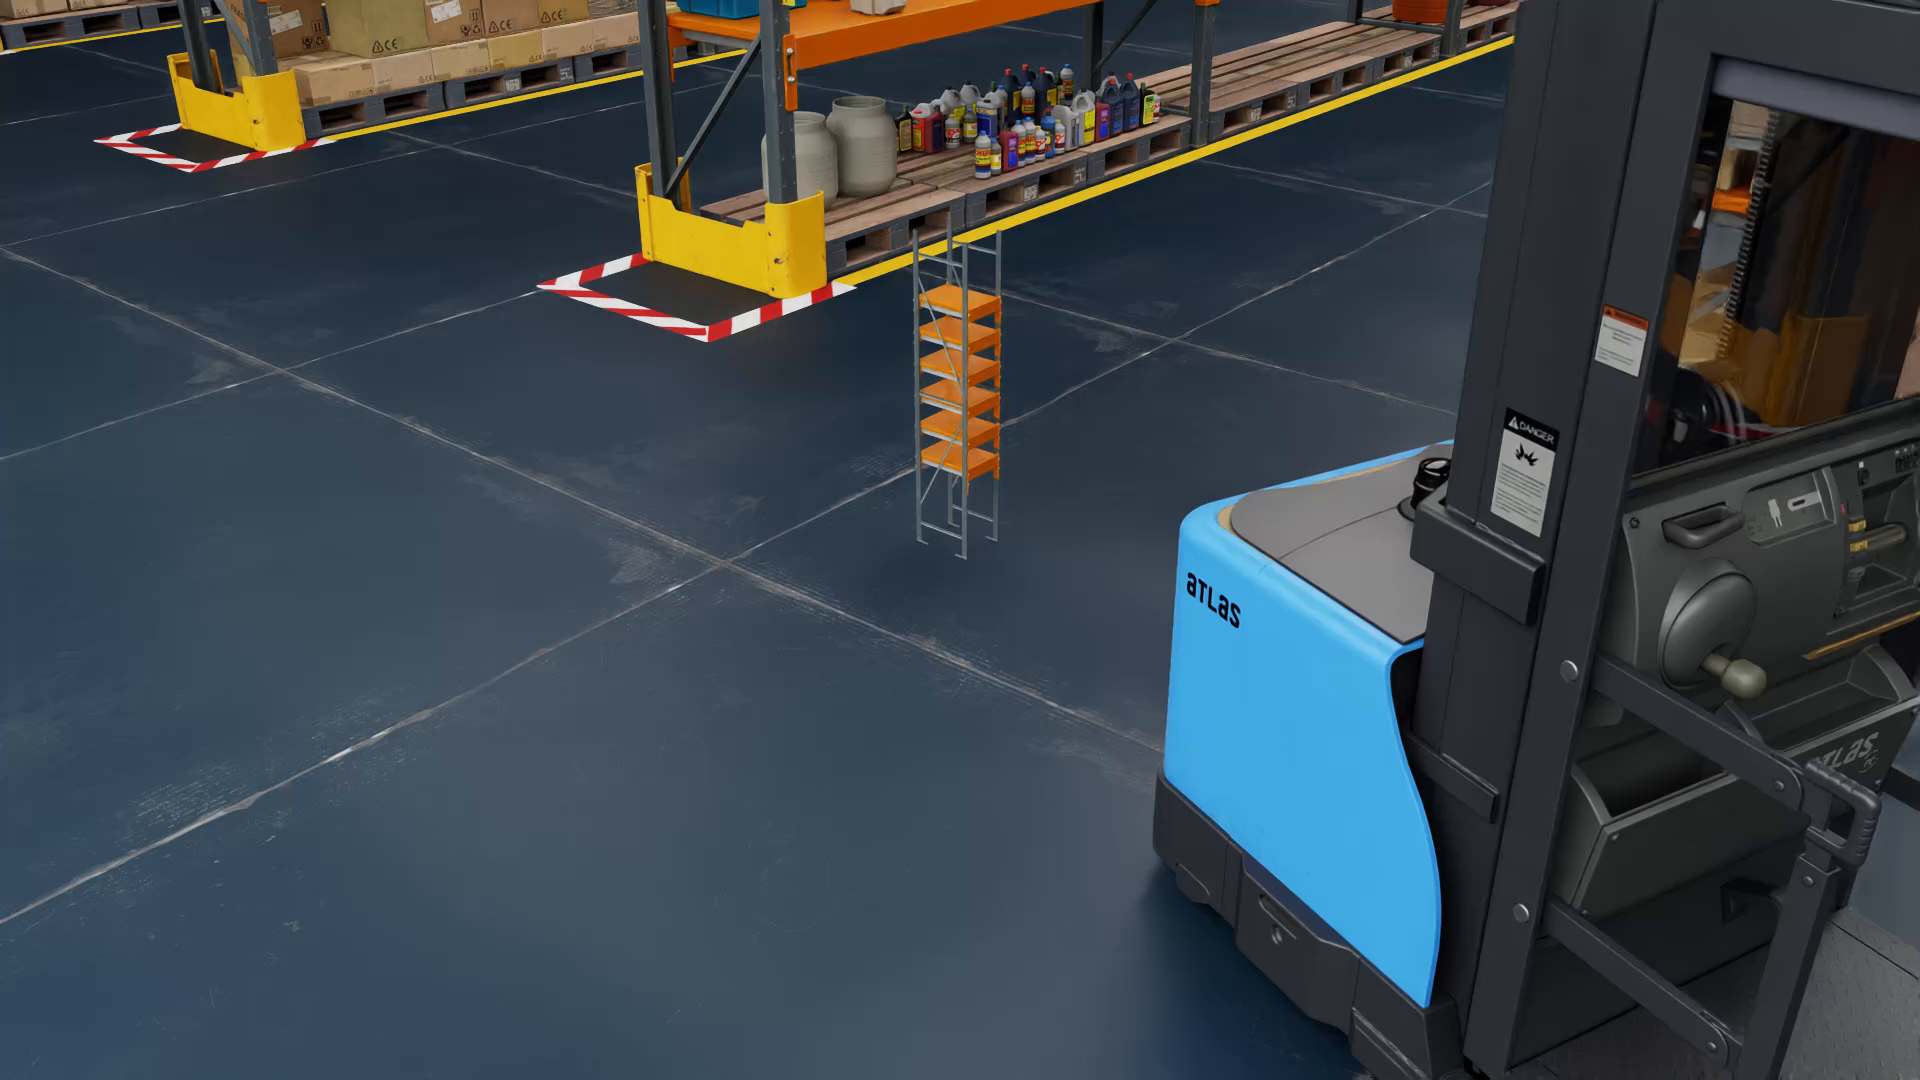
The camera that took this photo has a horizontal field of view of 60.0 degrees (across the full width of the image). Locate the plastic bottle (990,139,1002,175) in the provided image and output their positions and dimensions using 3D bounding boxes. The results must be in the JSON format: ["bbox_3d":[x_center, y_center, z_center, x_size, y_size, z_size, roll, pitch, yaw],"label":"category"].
[{"bbox_3d":[0.203,-2.312,10.021,0.097,0.201,0.097,0,27,0],"label":"plastic bottle"}]

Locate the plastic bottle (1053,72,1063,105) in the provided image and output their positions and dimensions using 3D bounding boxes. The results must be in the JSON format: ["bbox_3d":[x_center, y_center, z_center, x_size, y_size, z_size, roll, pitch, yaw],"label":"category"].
[{"bbox_3d":[0.645,-3.039,11.338,0.061,0.283,0.133,21,34,34],"label":"plastic bottle"}]

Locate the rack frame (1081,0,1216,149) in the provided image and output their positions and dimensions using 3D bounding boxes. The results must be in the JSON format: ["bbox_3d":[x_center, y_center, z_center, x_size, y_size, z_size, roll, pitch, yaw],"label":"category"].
[{"bbox_3d":[1.287,-4.189,11.083,1.000,3.000,0.127,21,34,34],"label":"rack frame"}]

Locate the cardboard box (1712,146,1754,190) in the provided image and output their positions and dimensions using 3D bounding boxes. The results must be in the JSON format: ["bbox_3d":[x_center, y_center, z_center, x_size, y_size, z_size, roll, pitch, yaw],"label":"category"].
[{"bbox_3d":[2.587,-1.373,5.913,0.380,0.149,0.250,21,34,34],"label":"cardboard box"}]

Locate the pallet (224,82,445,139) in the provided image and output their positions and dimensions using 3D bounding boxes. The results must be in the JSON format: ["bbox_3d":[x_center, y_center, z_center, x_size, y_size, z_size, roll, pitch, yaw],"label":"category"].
[{"bbox_3d":[-4.622,-3.265,12.331,1.003,0.211,1.213,21,34,34],"label":"pallet"}]

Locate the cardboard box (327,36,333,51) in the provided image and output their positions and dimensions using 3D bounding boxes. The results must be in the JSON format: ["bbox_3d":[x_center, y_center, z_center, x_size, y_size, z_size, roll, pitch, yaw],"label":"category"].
[{"bbox_3d":[-4.655,-3.642,12.561,0.500,0.250,0.500,21,34,34],"label":"cardboard box"}]

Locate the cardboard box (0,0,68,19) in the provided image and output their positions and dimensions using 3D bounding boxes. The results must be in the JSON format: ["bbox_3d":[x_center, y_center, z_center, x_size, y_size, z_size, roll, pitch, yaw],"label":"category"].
[{"bbox_3d":[-8.392,-4.886,14.878,0.500,0.311,0.500,17,32,29],"label":"cardboard box"}]

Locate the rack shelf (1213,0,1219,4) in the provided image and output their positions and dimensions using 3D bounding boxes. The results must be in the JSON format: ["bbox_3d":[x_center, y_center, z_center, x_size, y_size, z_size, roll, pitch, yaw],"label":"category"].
[{"bbox_3d":[2.560,-4.578,12.619,1.077,0.370,4.000,21,34,34],"label":"rack shelf"}]

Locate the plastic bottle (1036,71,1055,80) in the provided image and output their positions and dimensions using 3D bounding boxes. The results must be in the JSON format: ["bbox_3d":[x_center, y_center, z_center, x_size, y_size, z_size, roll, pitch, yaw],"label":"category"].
[{"bbox_3d":[0.562,-3.067,11.400,0.152,0.276,0.135,22,35,36],"label":"plastic bottle"}]

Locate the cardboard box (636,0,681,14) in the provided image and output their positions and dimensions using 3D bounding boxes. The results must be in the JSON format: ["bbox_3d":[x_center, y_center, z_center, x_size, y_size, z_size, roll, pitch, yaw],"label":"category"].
[{"bbox_3d":[-2.659,-4.375,13.978,0.500,0.250,0.500,21,34,34],"label":"cardboard box"}]

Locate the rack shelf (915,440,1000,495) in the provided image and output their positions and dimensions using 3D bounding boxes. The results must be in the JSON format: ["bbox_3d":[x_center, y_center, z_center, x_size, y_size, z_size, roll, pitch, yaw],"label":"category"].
[{"bbox_3d":[-0.009,-0.275,6.095,0.258,0.103,0.180,21,34,34],"label":"rack shelf"}]

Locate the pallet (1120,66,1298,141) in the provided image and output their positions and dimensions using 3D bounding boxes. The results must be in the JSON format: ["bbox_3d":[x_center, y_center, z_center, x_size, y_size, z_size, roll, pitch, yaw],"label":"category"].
[{"bbox_3d":[1.757,-3.240,12.283,1.003,0.211,1.213,21,34,34],"label":"pallet"}]

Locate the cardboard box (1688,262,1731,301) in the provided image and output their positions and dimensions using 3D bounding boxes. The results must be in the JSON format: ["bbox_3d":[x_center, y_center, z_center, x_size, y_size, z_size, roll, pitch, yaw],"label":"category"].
[{"bbox_3d":[3.329,-0.838,6.868,0.500,0.500,0.500,-18,32,-31],"label":"cardboard box"}]

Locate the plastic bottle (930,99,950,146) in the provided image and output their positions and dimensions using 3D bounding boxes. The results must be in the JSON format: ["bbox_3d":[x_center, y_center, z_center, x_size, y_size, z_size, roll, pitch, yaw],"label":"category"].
[{"bbox_3d":[-0.157,-2.666,10.625,0.152,0.276,0.135,20,33,33],"label":"plastic bottle"}]

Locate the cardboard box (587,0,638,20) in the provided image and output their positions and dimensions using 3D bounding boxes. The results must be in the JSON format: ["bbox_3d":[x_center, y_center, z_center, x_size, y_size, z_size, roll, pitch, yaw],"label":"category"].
[{"bbox_3d":[-2.986,-4.534,13.469,0.500,0.500,0.500,21,34,34],"label":"cardboard box"}]

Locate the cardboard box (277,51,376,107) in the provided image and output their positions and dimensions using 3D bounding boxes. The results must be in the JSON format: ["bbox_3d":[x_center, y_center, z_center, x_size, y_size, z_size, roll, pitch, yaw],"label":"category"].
[{"bbox_3d":[-4.564,-3.310,11.919,0.500,0.250,0.500,21,34,34],"label":"cardboard box"}]

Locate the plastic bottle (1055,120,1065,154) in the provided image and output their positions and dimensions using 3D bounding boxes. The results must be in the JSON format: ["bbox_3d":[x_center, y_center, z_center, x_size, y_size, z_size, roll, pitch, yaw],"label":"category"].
[{"bbox_3d":[0.612,-2.540,10.462,0.097,0.201,0.097,0,27,0],"label":"plastic bottle"}]

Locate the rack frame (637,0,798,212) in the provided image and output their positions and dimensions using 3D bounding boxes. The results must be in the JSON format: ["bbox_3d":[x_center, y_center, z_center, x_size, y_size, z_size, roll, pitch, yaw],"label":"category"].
[{"bbox_3d":[-1.257,-2.771,8.341,1.000,3.000,0.127,21,34,34],"label":"rack frame"}]

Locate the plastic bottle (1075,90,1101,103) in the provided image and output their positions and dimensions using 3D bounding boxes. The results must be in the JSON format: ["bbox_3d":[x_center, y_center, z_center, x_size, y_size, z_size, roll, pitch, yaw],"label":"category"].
[{"bbox_3d":[0.848,-2.828,10.938,0.152,0.276,0.135,21,34,34],"label":"plastic bottle"}]

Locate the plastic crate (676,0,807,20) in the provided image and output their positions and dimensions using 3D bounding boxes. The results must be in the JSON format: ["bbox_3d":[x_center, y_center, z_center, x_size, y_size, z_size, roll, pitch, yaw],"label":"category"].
[{"bbox_3d":[-1.169,-2.970,8.887,0.499,0.251,0.616,21,34,34],"label":"plastic crate"}]

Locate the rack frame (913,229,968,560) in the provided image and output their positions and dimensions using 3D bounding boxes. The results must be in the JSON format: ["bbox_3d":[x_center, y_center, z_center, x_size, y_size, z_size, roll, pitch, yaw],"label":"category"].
[{"bbox_3d":[-0.067,-0.495,5.902,0.240,1.200,0.006,21,34,34],"label":"rack frame"}]

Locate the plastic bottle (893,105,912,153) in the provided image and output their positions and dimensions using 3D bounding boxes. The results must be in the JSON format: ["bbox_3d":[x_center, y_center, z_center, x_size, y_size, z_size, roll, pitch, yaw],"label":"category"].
[{"bbox_3d":[-0.367,-2.586,10.461,0.061,0.283,0.133,22,34,36],"label":"plastic bottle"}]

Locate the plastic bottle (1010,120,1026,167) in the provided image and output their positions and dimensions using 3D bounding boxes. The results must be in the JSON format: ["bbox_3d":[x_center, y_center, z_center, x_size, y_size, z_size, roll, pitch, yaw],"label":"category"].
[{"bbox_3d":[0.355,-2.428,10.168,0.097,0.271,0.097,0,27,0],"label":"plastic bottle"}]

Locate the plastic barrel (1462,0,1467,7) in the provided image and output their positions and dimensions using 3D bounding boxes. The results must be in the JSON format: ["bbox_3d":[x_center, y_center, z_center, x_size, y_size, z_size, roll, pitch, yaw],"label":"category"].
[{"bbox_3d":[4.420,-5.093,15.082,0.421,0.512,0.421,0,27,0],"label":"plastic barrel"}]

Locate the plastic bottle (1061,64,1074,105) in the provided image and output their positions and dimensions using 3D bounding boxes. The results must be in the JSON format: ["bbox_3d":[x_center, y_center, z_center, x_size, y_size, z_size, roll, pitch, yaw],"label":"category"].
[{"bbox_3d":[0.747,-3.188,11.638,0.097,0.271,0.097,0,27,0],"label":"plastic bottle"}]

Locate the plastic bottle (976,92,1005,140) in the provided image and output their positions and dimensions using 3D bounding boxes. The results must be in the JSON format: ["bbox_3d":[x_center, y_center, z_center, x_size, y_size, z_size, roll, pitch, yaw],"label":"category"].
[{"bbox_3d":[0.194,-2.758,10.801,0.152,0.276,0.135,21,34,34],"label":"plastic bottle"}]

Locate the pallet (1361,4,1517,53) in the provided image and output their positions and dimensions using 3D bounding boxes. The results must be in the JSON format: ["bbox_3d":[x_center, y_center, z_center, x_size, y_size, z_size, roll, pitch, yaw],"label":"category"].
[{"bbox_3d":[4.301,-4.660,15.029,1.003,0.211,1.213,21,34,34],"label":"pallet"}]

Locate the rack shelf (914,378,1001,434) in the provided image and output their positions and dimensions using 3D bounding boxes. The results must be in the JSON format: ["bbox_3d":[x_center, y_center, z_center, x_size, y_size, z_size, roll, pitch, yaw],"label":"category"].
[{"bbox_3d":[-0.009,-0.488,5.985,0.258,0.103,0.180,21,34,34],"label":"rack shelf"}]

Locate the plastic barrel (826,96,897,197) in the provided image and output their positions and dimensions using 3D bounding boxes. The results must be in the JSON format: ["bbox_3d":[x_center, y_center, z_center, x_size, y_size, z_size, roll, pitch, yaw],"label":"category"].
[{"bbox_3d":[-0.578,-2.286,9.654,0.421,0.512,0.421,0,27,0],"label":"plastic barrel"}]

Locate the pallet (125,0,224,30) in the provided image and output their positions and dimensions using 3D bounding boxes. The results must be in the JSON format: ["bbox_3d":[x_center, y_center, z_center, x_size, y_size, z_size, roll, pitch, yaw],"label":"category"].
[{"bbox_3d":[-7.533,-5.163,16.000,1.003,0.211,1.213,21,34,34],"label":"pallet"}]

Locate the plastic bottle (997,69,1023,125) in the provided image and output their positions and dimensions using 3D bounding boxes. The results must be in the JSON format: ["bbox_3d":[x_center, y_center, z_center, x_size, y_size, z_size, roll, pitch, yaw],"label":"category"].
[{"bbox_3d":[0.334,-2.976,11.142,0.144,0.351,0.185,19,33,32],"label":"plastic bottle"}]

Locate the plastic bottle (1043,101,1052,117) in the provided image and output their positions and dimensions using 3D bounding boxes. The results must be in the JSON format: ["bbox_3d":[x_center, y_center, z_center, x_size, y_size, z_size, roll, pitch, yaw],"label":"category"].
[{"bbox_3d":[0.584,-2.657,10.599,0.061,0.283,0.133,21,34,34],"label":"plastic bottle"}]

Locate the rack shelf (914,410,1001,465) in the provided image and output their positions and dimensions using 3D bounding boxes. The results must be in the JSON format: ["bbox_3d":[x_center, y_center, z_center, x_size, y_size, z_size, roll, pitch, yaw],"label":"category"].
[{"bbox_3d":[-0.009,-0.382,6.040,0.258,0.103,0.180,21,34,34],"label":"rack shelf"}]

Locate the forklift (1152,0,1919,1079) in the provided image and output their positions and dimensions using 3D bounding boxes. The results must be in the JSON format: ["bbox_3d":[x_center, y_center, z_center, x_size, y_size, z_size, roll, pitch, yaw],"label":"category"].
[{"bbox_3d":[1.672,0.061,2.942,1.130,2.935,3.031,-14,31,-25],"label":"forklift"}]

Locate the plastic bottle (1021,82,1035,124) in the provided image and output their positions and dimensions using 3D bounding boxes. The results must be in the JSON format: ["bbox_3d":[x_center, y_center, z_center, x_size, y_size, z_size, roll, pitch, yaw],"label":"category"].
[{"bbox_3d":[0.455,-2.921,11.122,0.097,0.271,0.097,0,27,0],"label":"plastic bottle"}]

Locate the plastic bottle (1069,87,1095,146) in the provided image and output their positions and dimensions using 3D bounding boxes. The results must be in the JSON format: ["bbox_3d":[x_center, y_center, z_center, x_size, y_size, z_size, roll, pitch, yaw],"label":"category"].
[{"bbox_3d":[0.773,-2.713,10.633,0.144,0.351,0.185,21,34,34],"label":"plastic bottle"}]

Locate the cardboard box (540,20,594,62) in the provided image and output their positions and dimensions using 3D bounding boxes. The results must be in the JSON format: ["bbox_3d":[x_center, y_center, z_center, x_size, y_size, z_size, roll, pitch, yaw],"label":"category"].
[{"bbox_3d":[-3.291,-4.019,13.289,0.500,0.250,0.500,21,34,34],"label":"cardboard box"}]

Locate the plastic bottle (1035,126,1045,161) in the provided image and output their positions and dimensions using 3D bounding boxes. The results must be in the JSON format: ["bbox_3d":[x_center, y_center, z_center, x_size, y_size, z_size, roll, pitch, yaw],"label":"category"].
[{"bbox_3d":[0.482,-2.467,10.321,0.097,0.201,0.097,0,27,0],"label":"plastic bottle"}]

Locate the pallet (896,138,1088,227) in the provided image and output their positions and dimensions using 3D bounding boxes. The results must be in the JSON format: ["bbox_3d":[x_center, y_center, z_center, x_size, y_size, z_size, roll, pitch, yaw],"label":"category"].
[{"bbox_3d":[0.052,-2.290,10.447,1.003,0.211,1.213,21,34,34],"label":"pallet"}]

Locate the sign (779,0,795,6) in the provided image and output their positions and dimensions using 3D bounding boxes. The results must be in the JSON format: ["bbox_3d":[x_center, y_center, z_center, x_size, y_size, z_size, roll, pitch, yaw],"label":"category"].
[{"bbox_3d":[-0.835,-2.731,7.964,0.100,0.325,0.005,21,34,34],"label":"sign"}]

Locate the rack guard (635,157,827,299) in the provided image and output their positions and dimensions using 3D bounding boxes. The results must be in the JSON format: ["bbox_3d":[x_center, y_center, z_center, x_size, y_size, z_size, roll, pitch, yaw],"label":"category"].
[{"bbox_3d":[-1.245,-1.701,8.994,1.175,0.500,0.348,21,34,34],"label":"rack guard"}]

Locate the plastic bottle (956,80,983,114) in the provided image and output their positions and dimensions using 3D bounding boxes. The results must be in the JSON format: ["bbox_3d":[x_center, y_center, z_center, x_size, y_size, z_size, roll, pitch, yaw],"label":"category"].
[{"bbox_3d":[0.063,-2.825,10.851,0.144,0.351,0.185,20,34,34],"label":"plastic bottle"}]

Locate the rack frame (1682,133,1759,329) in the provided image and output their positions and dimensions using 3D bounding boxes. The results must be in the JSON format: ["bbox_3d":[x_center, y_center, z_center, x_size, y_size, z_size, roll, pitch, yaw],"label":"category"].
[{"bbox_3d":[2.565,-1.323,5.543,1.000,3.000,0.127,21,34,34],"label":"rack frame"}]

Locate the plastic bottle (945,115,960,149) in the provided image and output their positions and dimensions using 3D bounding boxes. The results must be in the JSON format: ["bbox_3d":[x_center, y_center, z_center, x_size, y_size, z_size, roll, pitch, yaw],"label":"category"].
[{"bbox_3d":[-0.049,-2.603,10.584,0.097,0.201,0.097,0,27,0],"label":"plastic bottle"}]

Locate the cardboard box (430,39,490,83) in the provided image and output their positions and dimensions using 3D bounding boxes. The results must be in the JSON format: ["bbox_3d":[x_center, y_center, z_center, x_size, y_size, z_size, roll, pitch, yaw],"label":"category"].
[{"bbox_3d":[-3.930,-3.666,12.606,0.500,0.250,0.500,21,34,34],"label":"cardboard box"}]

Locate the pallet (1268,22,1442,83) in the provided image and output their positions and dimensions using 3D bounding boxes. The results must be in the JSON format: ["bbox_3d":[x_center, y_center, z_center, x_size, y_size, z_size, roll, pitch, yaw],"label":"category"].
[{"bbox_3d":[3.309,-4.105,13.956,1.003,0.211,1.213,21,34,34],"label":"pallet"}]

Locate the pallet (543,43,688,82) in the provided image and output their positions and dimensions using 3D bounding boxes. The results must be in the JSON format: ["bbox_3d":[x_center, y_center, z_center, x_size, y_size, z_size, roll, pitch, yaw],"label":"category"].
[{"bbox_3d":[-3.070,-4.130,14.003,1.003,0.211,1.213,21,34,34],"label":"pallet"}]

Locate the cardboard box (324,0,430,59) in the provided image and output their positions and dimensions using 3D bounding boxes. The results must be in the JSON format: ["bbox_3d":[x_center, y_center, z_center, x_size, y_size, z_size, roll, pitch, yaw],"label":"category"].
[{"bbox_3d":[-4.247,-3.821,12.091,0.500,0.500,0.500,21,34,34],"label":"cardboard box"}]

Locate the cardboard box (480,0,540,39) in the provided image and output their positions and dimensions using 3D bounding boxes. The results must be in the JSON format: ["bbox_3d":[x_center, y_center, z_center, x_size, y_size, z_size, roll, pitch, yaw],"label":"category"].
[{"bbox_3d":[-3.608,-4.174,12.773,0.500,0.500,0.500,21,34,34],"label":"cardboard box"}]

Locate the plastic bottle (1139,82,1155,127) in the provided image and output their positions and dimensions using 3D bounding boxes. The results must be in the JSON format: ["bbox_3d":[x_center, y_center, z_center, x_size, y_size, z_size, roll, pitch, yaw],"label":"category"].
[{"bbox_3d":[1.236,-2.911,11.090,0.061,0.283,0.133,23,35,37],"label":"plastic bottle"}]

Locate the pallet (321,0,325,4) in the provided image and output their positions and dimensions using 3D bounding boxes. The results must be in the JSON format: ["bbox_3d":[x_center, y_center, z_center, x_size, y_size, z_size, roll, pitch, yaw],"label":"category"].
[{"bbox_3d":[-6.757,-5.597,16.840,1.003,0.211,1.213,21,34,34],"label":"pallet"}]

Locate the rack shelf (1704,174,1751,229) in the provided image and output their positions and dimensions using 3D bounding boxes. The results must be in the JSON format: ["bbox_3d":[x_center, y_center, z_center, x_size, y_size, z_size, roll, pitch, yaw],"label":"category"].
[{"bbox_3d":[3.837,-1.713,7.079,1.077,0.370,4.000,21,34,34],"label":"rack shelf"}]

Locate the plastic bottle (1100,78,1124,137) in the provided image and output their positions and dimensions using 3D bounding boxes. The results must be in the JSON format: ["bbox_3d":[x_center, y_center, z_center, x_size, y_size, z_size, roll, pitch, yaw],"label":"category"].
[{"bbox_3d":[0.978,-2.827,10.854,0.144,0.351,0.185,19,33,32],"label":"plastic bottle"}]

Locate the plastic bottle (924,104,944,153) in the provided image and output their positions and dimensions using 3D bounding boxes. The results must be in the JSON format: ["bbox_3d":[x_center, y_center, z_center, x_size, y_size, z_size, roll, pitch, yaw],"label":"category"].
[{"bbox_3d":[-0.163,-2.589,10.468,0.061,0.283,0.133,21,34,34],"label":"plastic bottle"}]

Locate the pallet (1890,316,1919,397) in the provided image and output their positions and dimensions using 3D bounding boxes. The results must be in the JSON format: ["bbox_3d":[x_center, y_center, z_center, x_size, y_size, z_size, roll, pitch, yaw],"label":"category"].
[{"bbox_3d":[3.934,-0.820,7.605,1.003,0.211,1.213,21,34,34],"label":"pallet"}]

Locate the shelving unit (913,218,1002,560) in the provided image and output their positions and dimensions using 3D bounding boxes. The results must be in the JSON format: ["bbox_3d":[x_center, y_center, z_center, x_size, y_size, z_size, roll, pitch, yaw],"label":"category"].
[{"bbox_3d":[-0.009,-0.528,5.964,0.258,1.200,0.189,21,34,34],"label":"shelving unit"}]
